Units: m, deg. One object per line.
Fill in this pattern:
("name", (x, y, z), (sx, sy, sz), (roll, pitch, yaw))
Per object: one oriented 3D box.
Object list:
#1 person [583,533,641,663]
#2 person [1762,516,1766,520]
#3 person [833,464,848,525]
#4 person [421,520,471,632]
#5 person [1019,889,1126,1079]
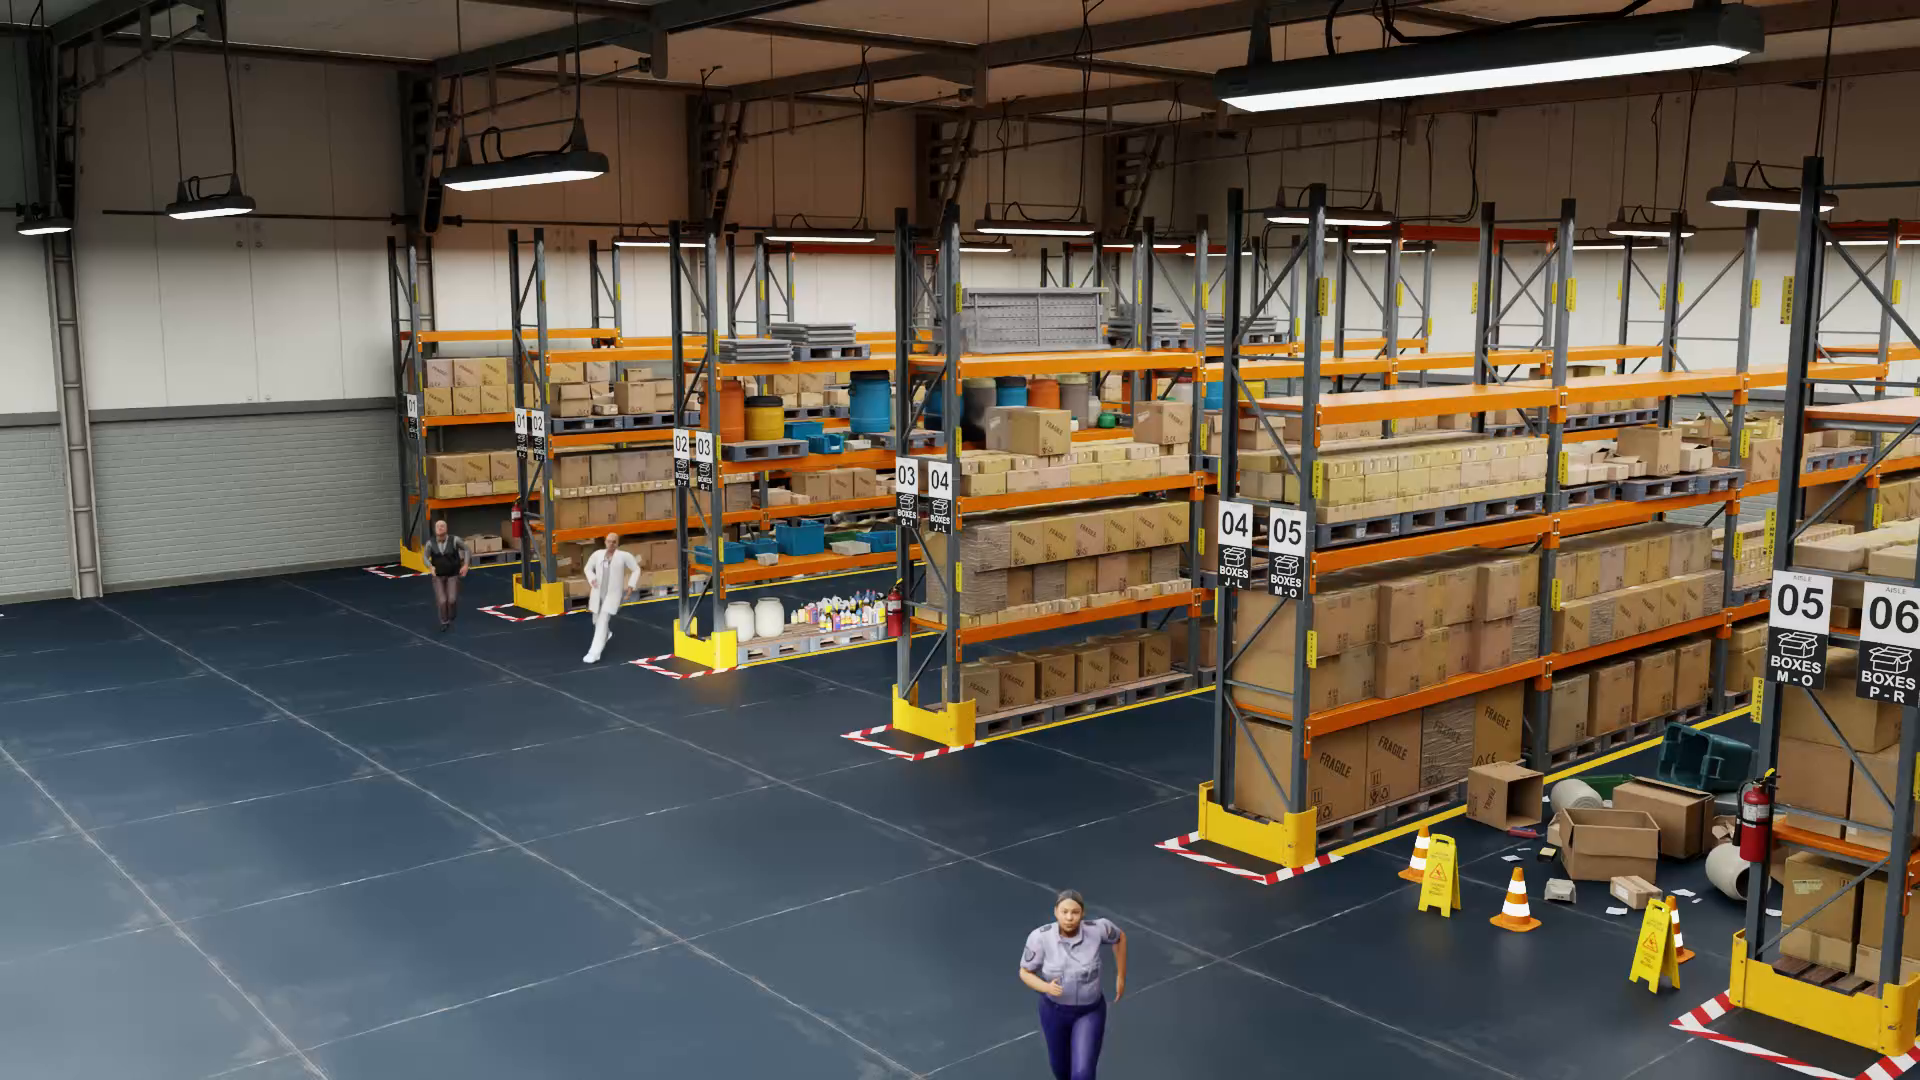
("person", (-4.817, 0.768, 22.909), (0.771, 1.745, 0.983), (1, 9, 9))
("person", (12.256, 0.466, 25.187), (0.857, 1.719, 0.562), (-7, 11, -37))
("person", (-2.387, -0.772, 32.977), (0.637, 1.823, 0.763), (8, 12, 43))
("person", (-7.665, 0.542, 24.819), (0.694, 1.685, 0.635), (-2, 9, -11))
("person", (0.656, 2.858, 9.966), (0.589, 1.685, 0.828), (1, 9, 7))
